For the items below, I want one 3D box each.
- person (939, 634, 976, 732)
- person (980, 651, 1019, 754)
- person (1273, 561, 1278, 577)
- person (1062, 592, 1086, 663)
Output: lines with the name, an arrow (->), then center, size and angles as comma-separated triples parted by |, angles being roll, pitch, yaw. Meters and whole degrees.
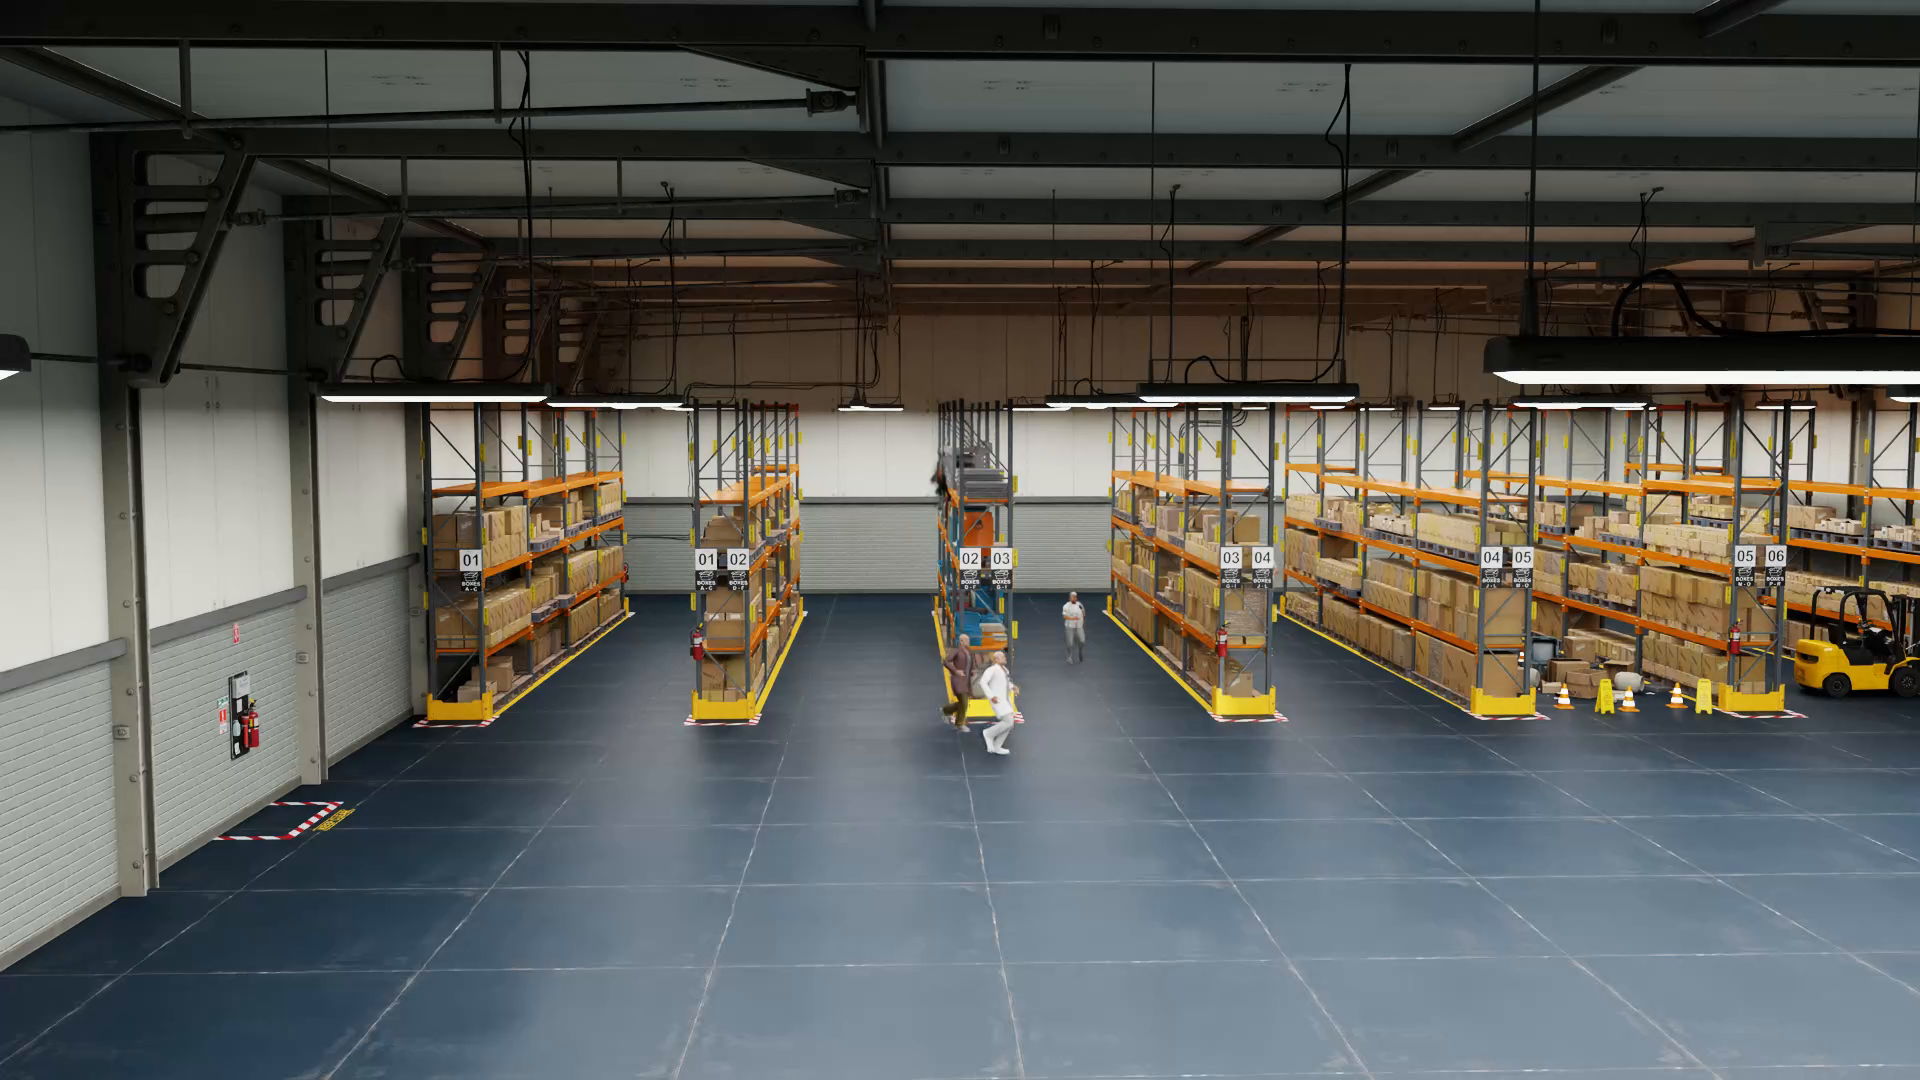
person -> -0.012, 2.580, 30.243 | 0.778, 1.739, 0.754 | 4, 6, 41
person -> 0.695, 2.731, 27.917 | 0.572, 1.738, 0.775 | 2, 5, 26
person -> 8.917, 1.153, 48.746 | 0.729, 1.774, 0.781 | -2, 5, -21
person -> 2.635, 2.005, 38.052 | 0.601, 1.644, 0.648 | -1, 4, -14
